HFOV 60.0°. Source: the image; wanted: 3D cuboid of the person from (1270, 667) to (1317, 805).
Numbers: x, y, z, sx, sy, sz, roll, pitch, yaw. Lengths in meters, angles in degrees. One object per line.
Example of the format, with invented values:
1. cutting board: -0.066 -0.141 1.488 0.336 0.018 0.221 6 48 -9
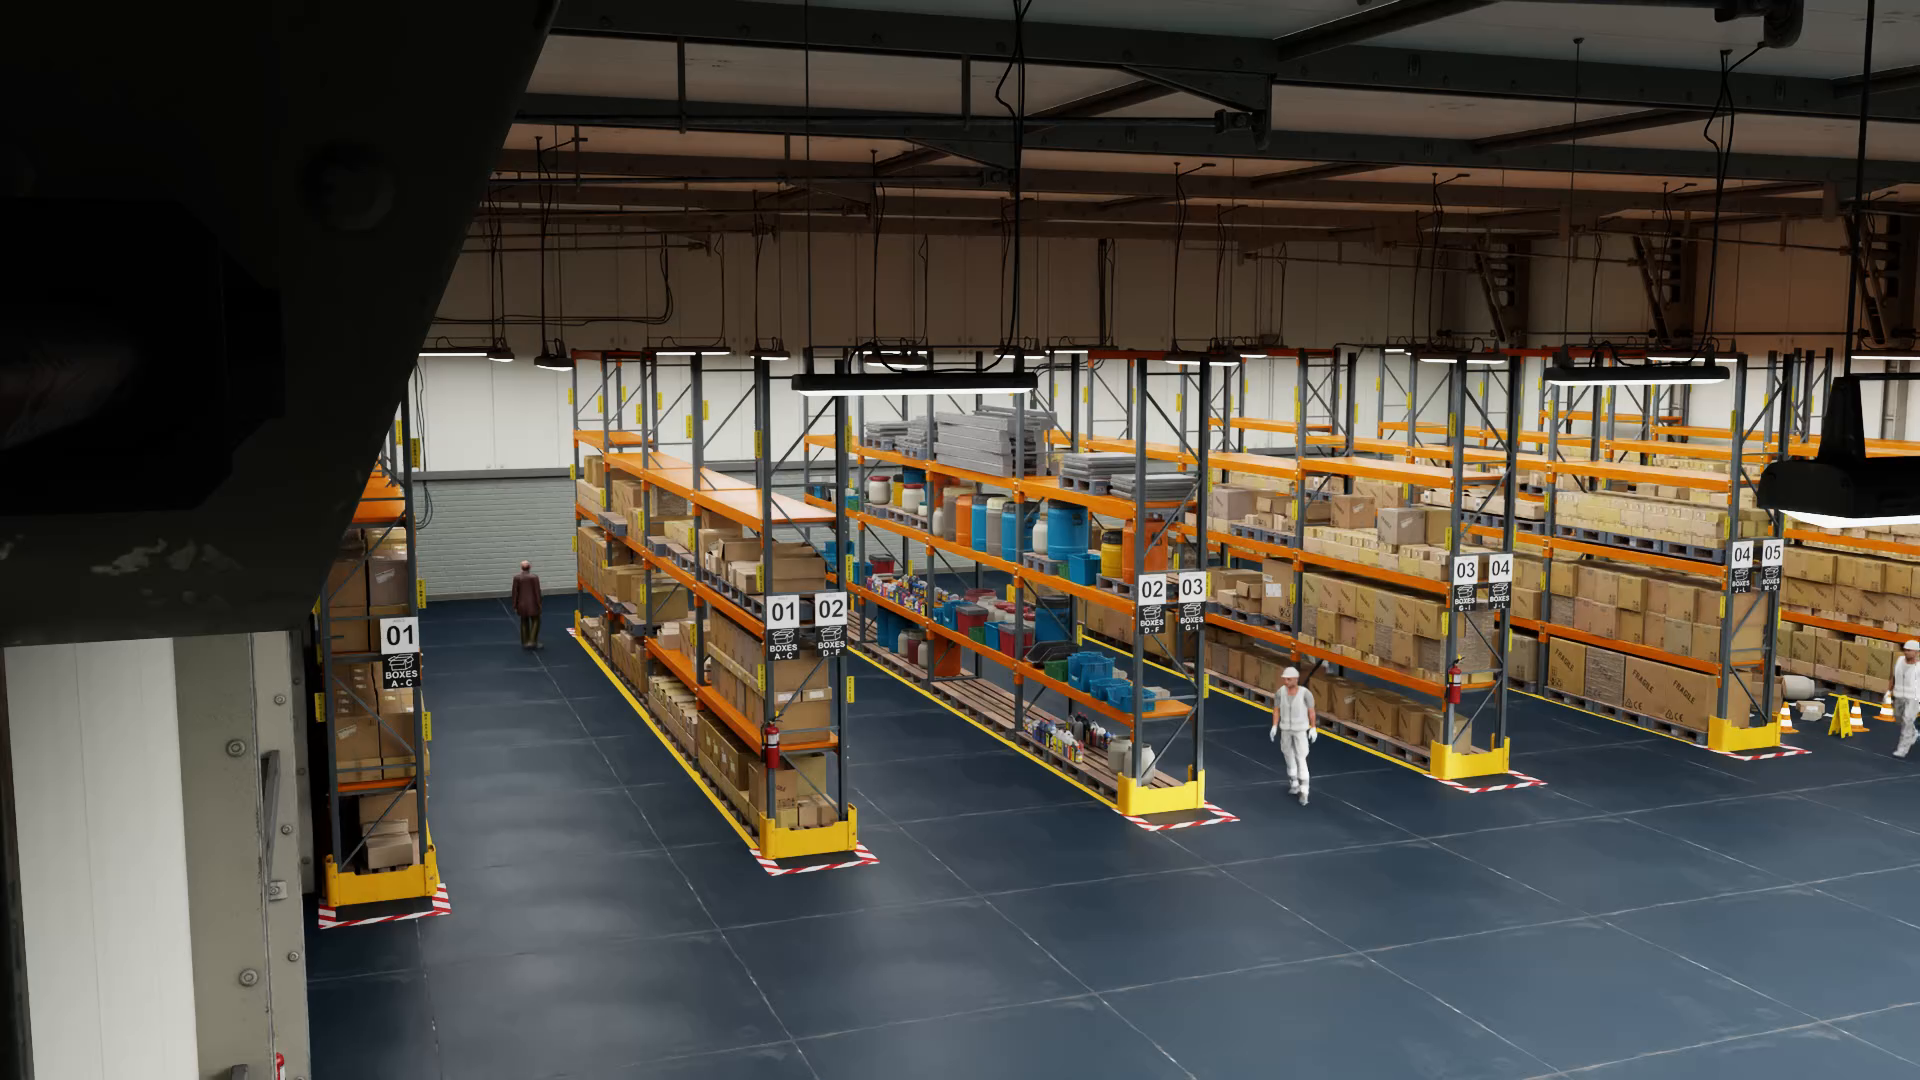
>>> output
1. person: 4.551 2.638 22.704 0.628 1.805 0.623 4 8 32

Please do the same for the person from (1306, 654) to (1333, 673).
1. person: 6.610 1.639 30.821 0.585 1.753 0.562 -2 7 -14

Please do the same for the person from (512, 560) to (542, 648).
1. person: -8.715 1.299 33.456 0.633 1.778 0.587 1 7 5

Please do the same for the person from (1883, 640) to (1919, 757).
1. person: 14.279 2.355 25.007 1.035 1.747 0.605 -5 9 -35

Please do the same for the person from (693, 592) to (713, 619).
1. person: -5.452 1.156 35.226 0.526 1.673 0.497 -7 10 -43
